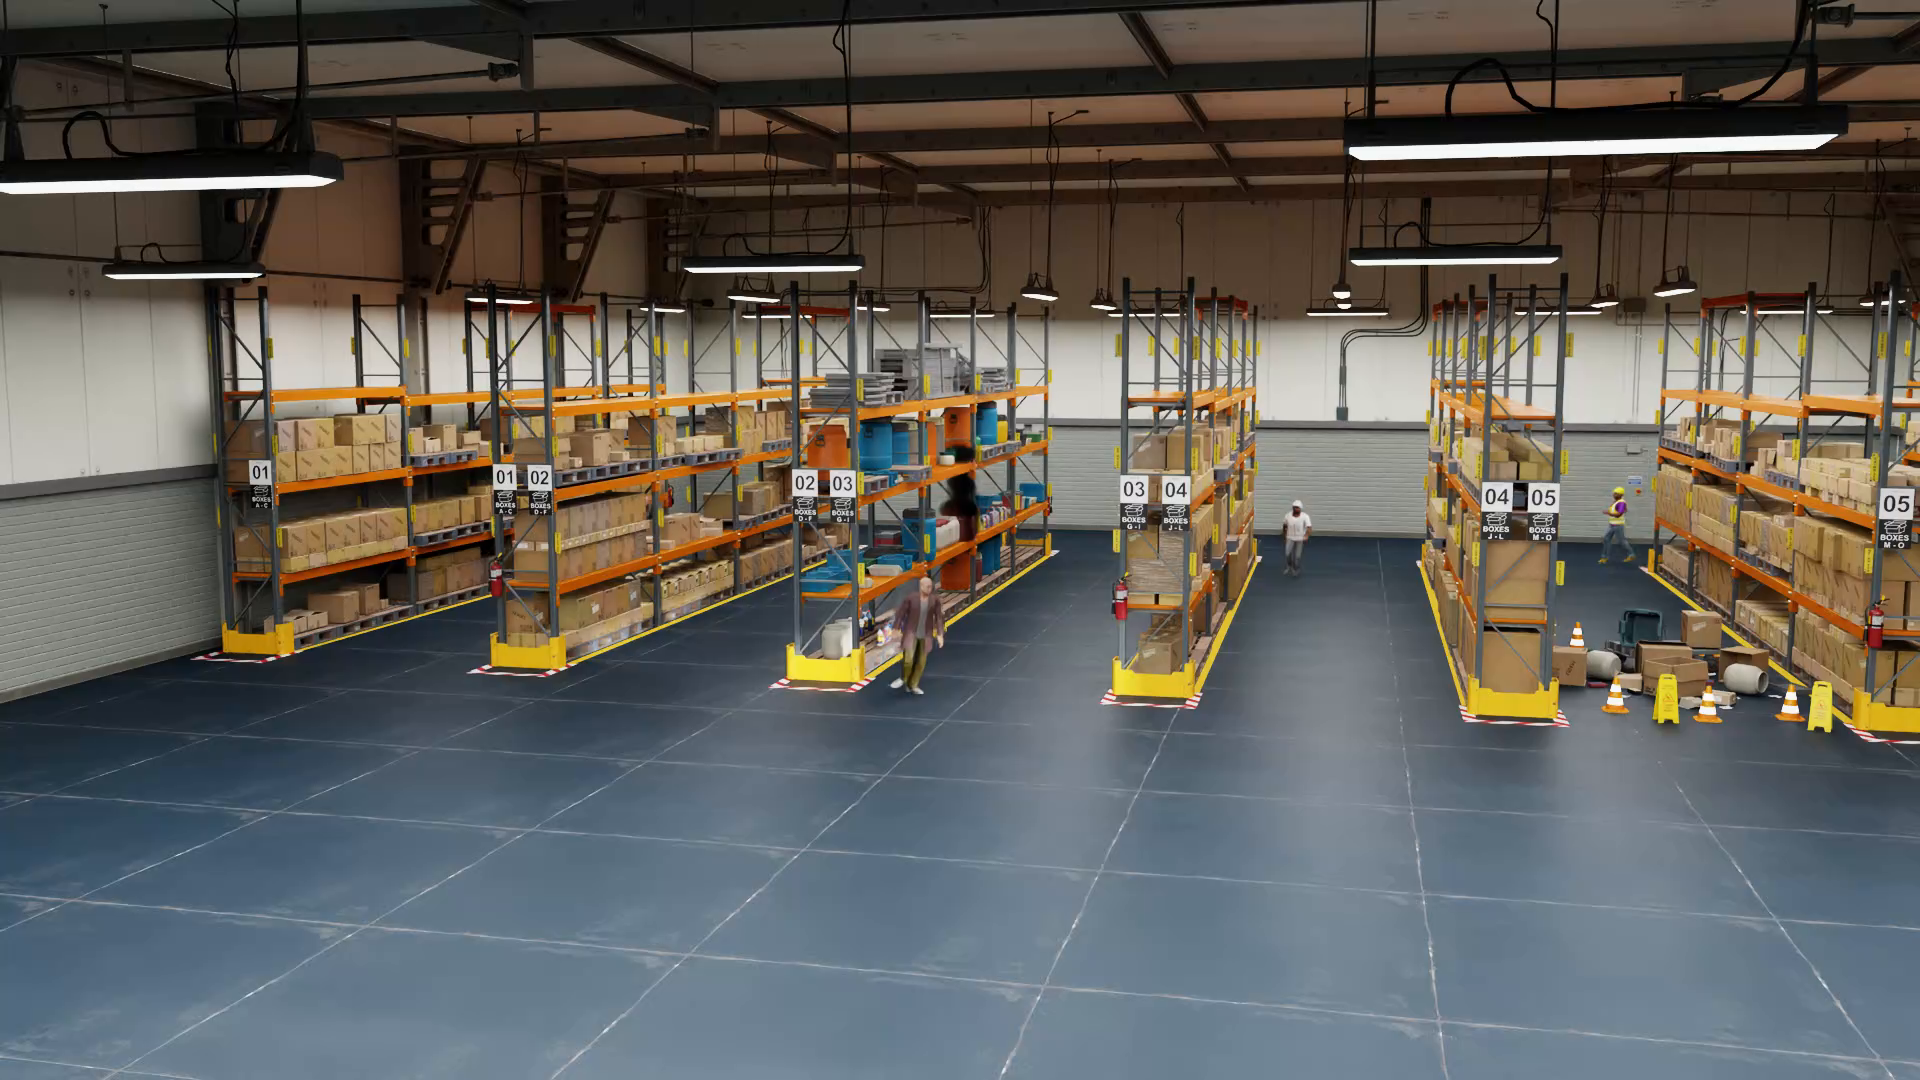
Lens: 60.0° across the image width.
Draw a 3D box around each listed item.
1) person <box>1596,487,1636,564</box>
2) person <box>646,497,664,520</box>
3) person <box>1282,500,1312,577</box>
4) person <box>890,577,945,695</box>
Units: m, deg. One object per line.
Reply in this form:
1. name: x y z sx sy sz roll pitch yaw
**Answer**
1. person: 15.269 -0.321 38.614 0.841 1.816 0.687 1 7 5
2. person: -7.166 -0.203 38.345 0.660 1.614 0.861 0 7 0
3. person: 7.321 -0.020 36.243 0.692 1.715 0.794 2 7 18
4. person: -0.622 1.380 24.102 0.744 1.743 0.560 -2 7 -16
